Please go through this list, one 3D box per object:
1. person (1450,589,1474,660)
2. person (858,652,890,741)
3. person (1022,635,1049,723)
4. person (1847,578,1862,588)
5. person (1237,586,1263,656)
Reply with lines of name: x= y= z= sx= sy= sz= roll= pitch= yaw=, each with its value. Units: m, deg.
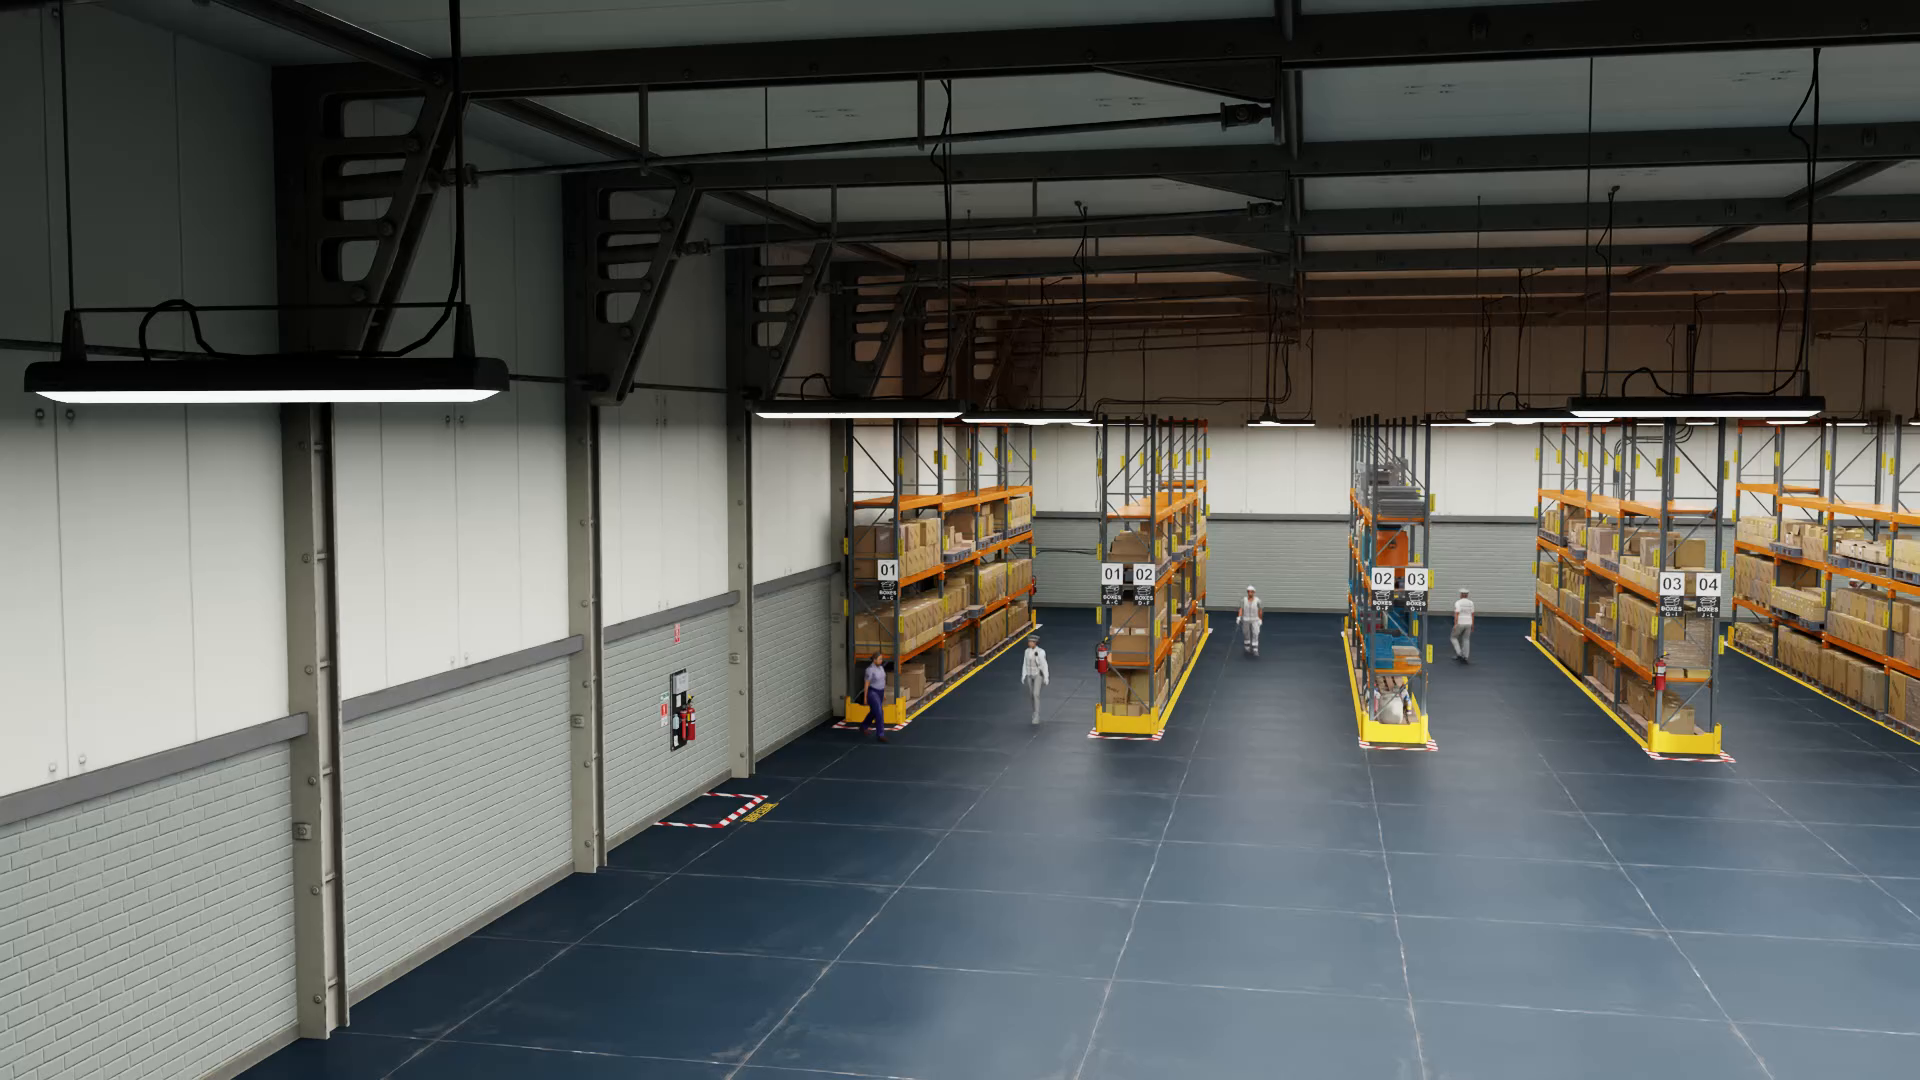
person: x=12.464 y=2.108 z=41.224 sx=0.575 sy=1.787 sz=0.421 roll=-1 pitch=4 yaw=-15
person: x=-1.582 y=2.867 z=30.747 sx=0.838 sy=1.607 sz=0.506 roll=2 pitch=4 yaw=25
person: x=1.425 y=2.713 z=32.702 sx=0.591 sy=1.671 sz=0.614 roll=3 pitch=5 yaw=40
person: x=24.407 y=1.837 z=45.376 sx=1.022 sy=1.728 sz=0.587 roll=0 pitch=4 yaw=-6
person: x=7.310 y=2.036 z=41.940 sx=0.650 sy=1.728 sz=1.055 roll=0 pitch=4 yaw=7
